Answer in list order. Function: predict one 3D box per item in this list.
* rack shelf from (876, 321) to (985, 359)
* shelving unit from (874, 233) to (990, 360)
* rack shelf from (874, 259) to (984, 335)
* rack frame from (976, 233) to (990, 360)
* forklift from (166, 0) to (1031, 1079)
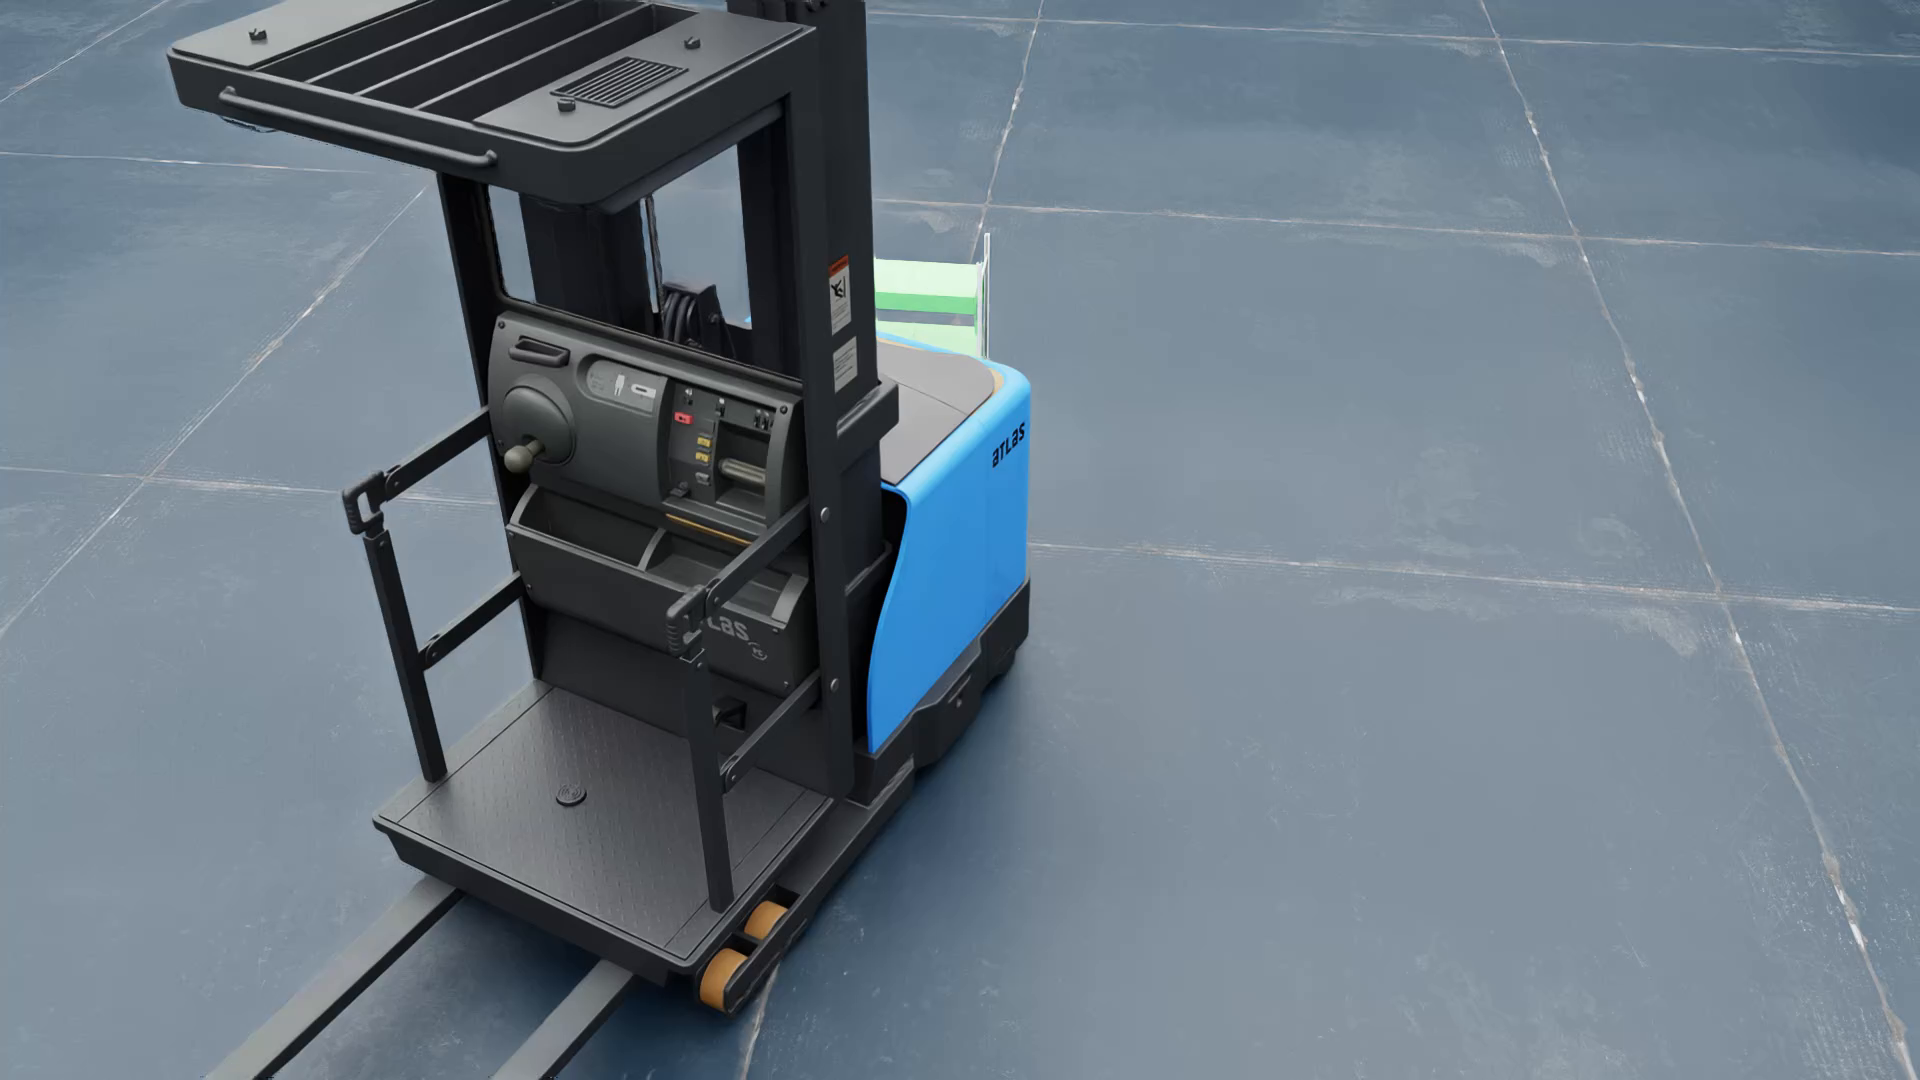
[{"bbox_3d":[-0.164,-0.644,5.816,0.480,0.148,0.258,4,36,6],"label":"rack shelf"},{"bbox_3d":[-0.164,-0.501,5.919,0.503,1.200,0.258,4,36,6],"label":"shelving unit"},{"bbox_3d":[-0.164,-0.839,5.677,0.480,0.148,0.258,4,36,6],"label":"rack shelf"},{"bbox_3d":[0.078,-0.483,5.893,0.015,1.200,0.240,4,36,6],"label":"rack frame"},{"bbox_3d":[-0.920,-0.229,4.048,1.130,2.935,3.031,18,39,23],"label":"forklift"}]
